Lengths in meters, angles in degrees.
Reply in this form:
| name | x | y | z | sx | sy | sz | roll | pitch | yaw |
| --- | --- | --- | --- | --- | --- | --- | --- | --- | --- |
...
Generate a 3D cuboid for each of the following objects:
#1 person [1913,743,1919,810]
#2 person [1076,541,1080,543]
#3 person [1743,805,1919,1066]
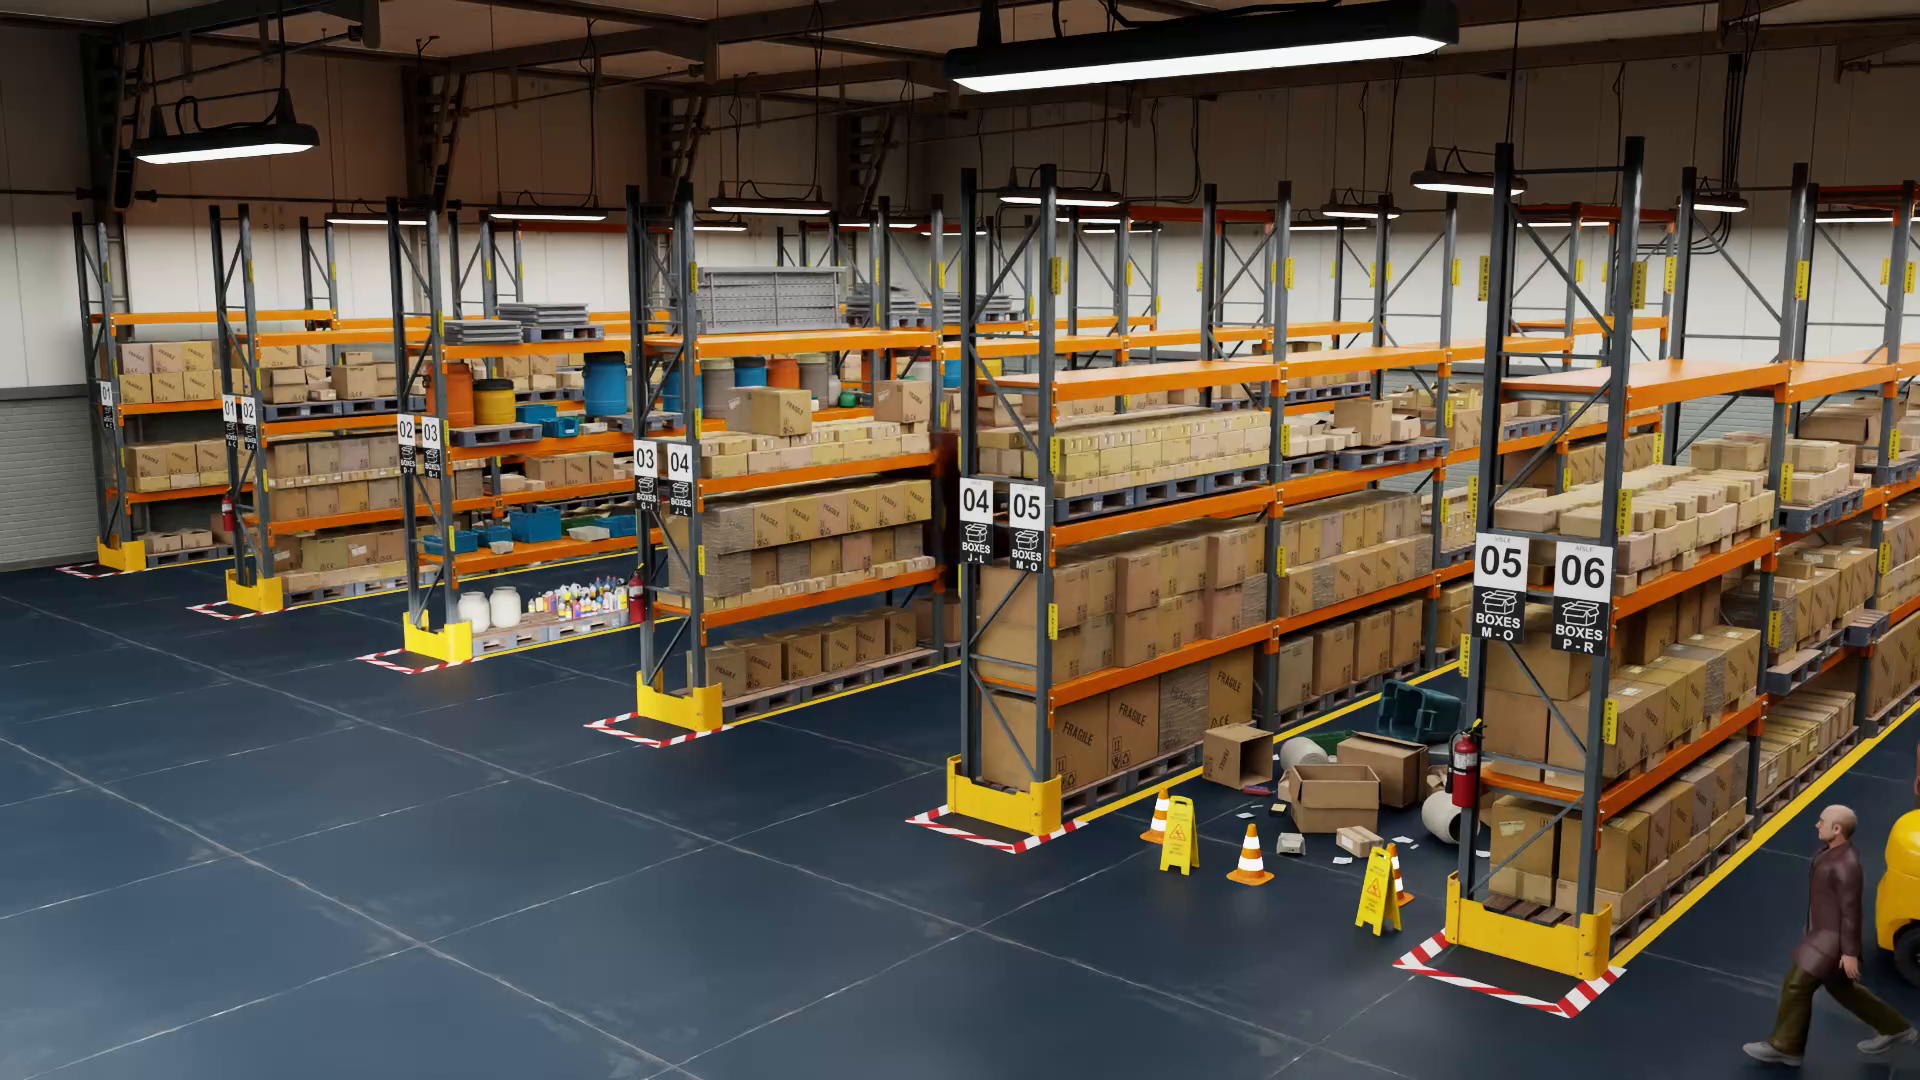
| name | x | y | z | sx | sy | sz | roll | pitch | yaw |
| --- | --- | --- | --- | --- | --- | --- | --- | --- | --- |
| person | 8.310 | 2.047 | 14.011 | 0.539 | 1.784 | 0.599 | 7 | 12 | 36 |
| person | 1.683 | 0.462 | 21.665 | 0.450 | 1.607 | 1.053 | 4 | 10 | 24 |
| person | 5.656 | 2.550 | 10.673 | 1.078 | 1.737 | 0.578 | 2 | 10 | 13 |
